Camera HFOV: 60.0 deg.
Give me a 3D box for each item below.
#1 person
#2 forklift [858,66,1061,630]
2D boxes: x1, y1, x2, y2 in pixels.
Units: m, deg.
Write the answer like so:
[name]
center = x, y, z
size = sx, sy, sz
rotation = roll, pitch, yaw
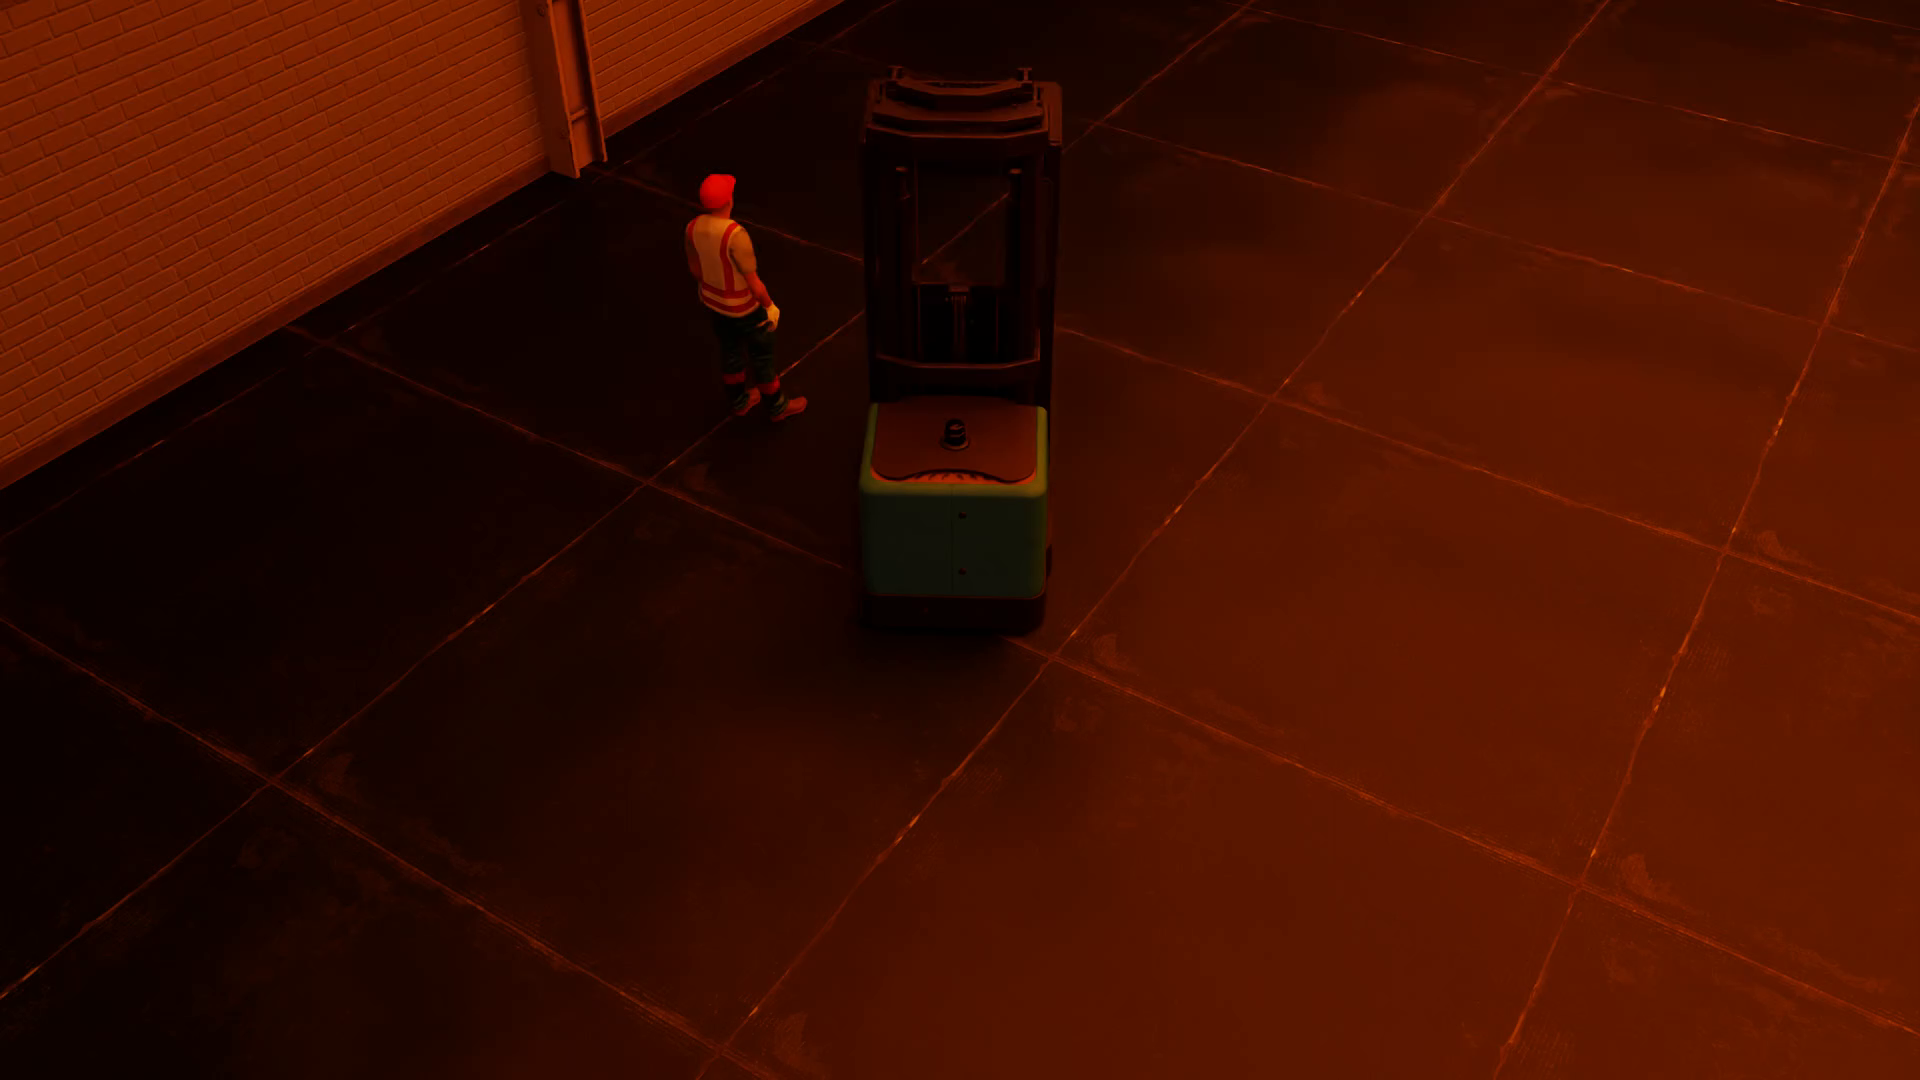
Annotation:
[person]
center = -1.402, -1.565, 10.695
size = 0.660, 1.795, 0.521
rotation = 24, 46, 26
[forklift]
center = 0.012, -1.536, 9.780
size = 1.130, 2.935, 3.031
rotation = 1, 40, 2
